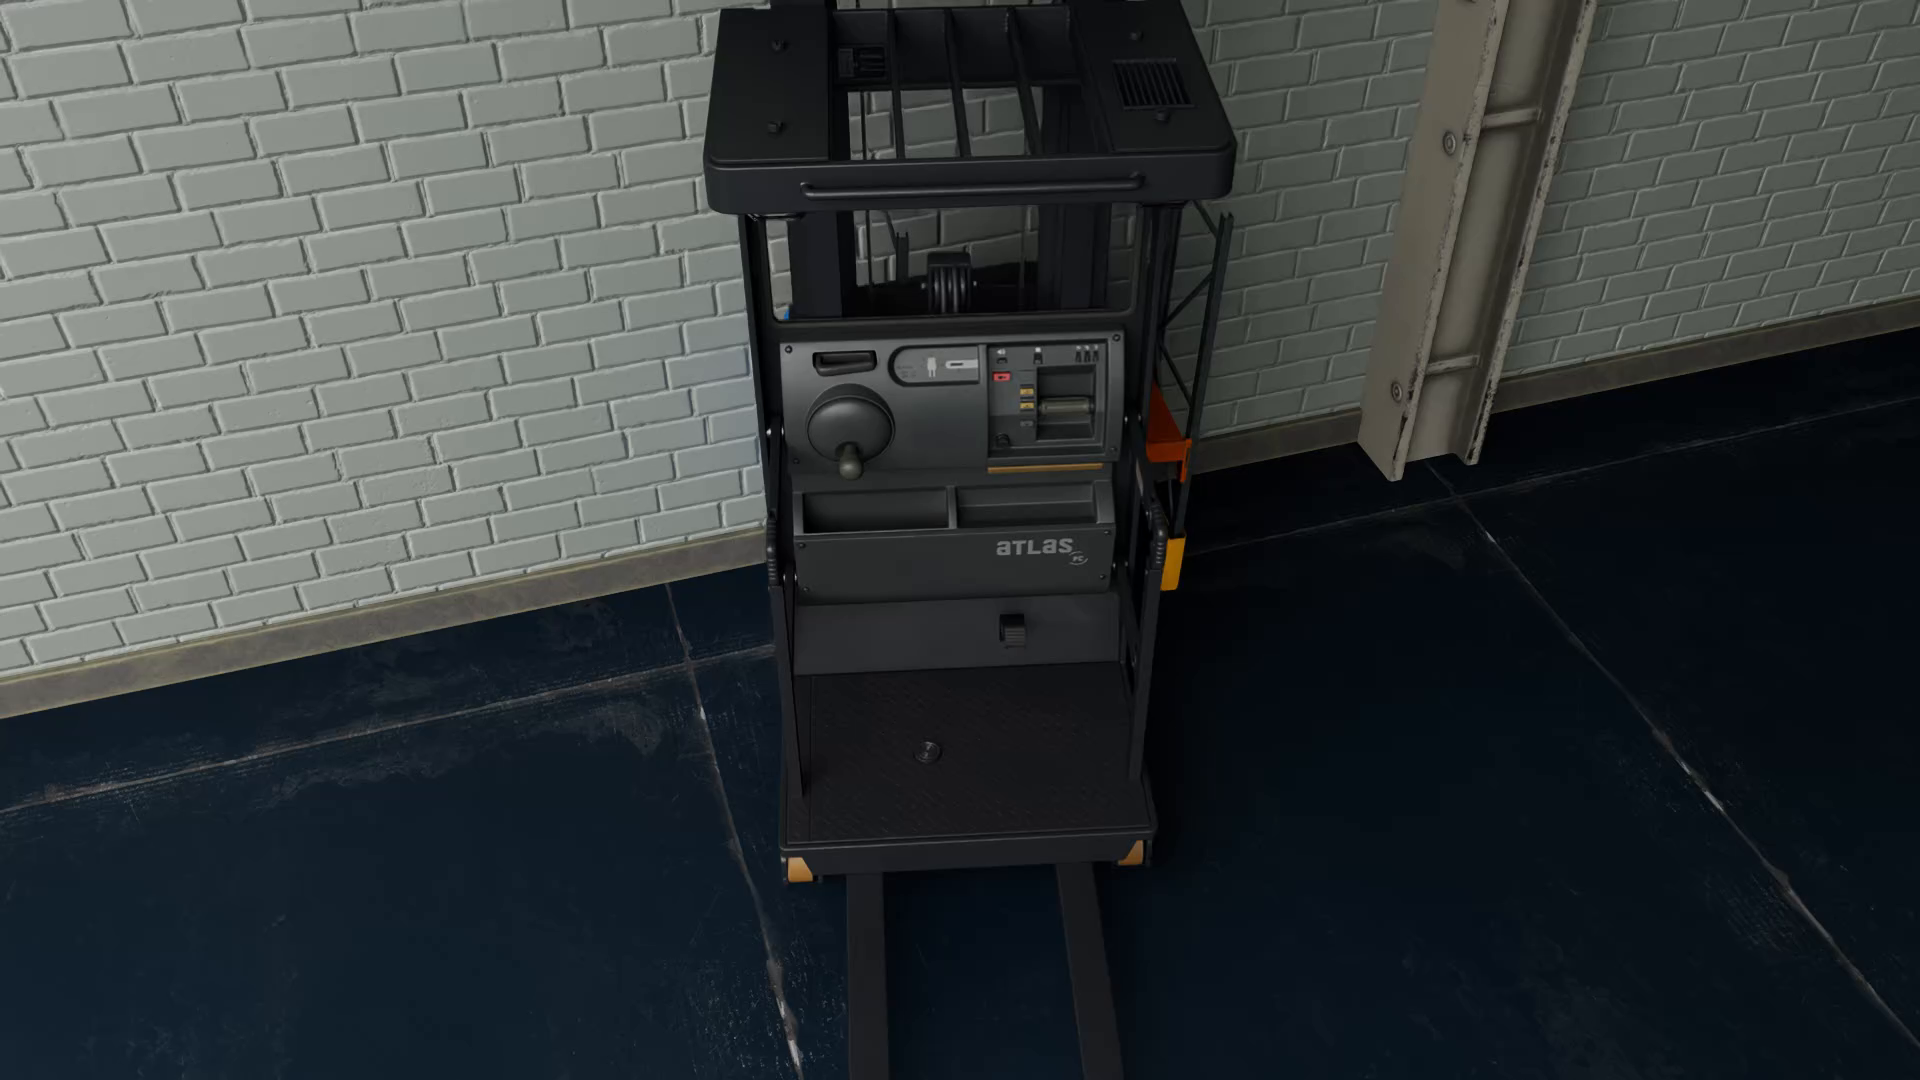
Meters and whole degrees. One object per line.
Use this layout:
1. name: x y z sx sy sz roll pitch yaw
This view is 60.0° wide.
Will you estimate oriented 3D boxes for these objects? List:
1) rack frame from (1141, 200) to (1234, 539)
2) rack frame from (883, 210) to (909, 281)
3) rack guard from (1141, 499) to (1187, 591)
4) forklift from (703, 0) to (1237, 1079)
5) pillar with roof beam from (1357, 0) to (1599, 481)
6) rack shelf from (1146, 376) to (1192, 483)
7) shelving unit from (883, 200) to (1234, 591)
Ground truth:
1. rack frame: 0.753 -0.574 5.788 0.032 1.500 0.500 -5 41 -10
2. rack frame: -0.245 -0.483 5.615 0.032 1.500 0.500 -5 41 -10
3. rack guard: 0.708 -0.093 6.186 0.087 0.250 0.587 -5 41 -10
4. forklift: -0.001 -0.293 4.357 1.130 2.935 3.031 -2 41 -3
5. pillar with roof beam: 3.120 -1.051 0.614 0.400 9.000 9.100 -12 42 -13
6. rack shelf: 0.247 -0.390 5.817 1.000 0.185 0.538 -5 41 -10
7. shelving unit: 0.245 -0.527 5.700 1.083 1.500 0.587 -5 41 -10
